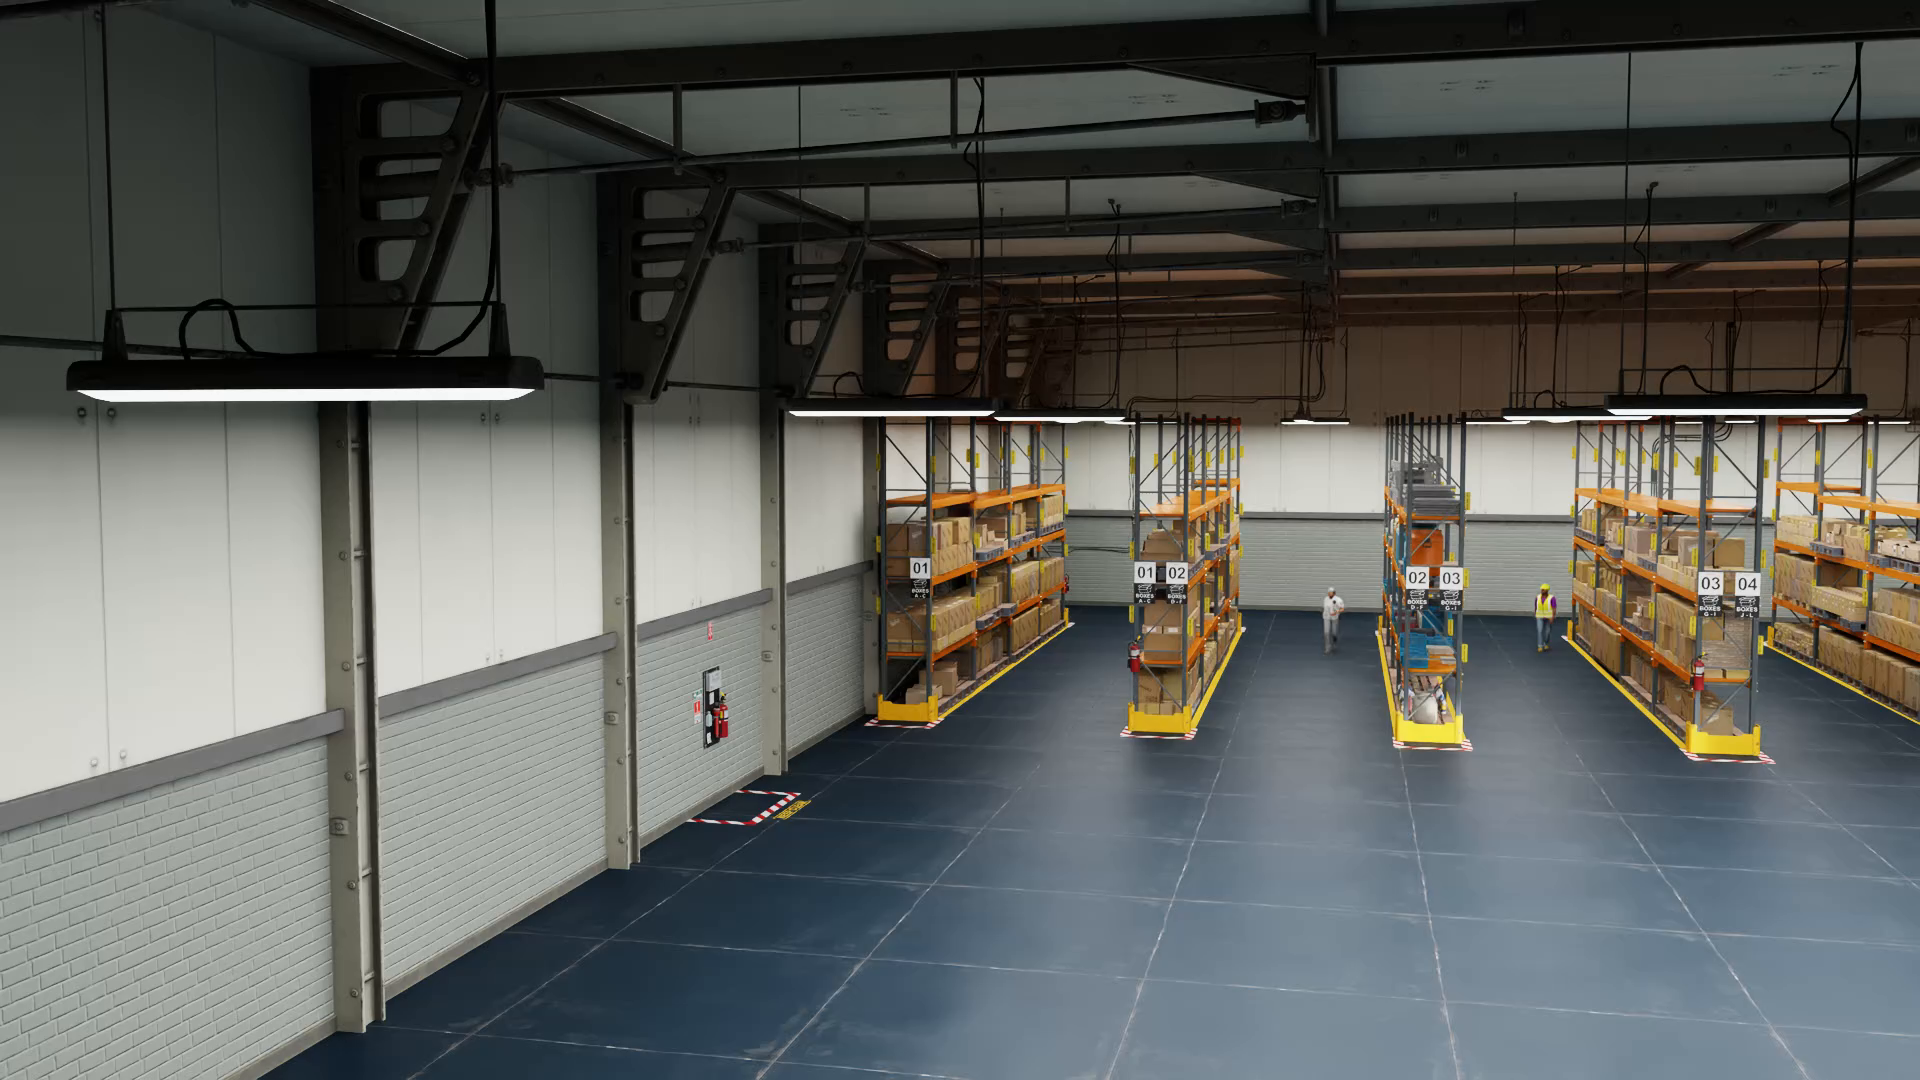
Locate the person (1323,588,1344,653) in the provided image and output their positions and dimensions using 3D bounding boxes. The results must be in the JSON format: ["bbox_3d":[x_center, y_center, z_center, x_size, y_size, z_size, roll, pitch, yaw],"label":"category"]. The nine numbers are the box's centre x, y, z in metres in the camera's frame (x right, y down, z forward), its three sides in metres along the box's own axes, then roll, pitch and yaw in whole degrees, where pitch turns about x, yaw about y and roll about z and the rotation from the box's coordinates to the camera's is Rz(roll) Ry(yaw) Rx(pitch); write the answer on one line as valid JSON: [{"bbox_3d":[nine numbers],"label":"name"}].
[{"bbox_3d":[9.549,2.051,42.501,0.548,1.693,0.720,1,4,17],"label":"person"}]

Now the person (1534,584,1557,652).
[{"bbox_3d":[14.896,1.982,42.318,0.542,1.713,1.039,1,4,18],"label":"person"}]
